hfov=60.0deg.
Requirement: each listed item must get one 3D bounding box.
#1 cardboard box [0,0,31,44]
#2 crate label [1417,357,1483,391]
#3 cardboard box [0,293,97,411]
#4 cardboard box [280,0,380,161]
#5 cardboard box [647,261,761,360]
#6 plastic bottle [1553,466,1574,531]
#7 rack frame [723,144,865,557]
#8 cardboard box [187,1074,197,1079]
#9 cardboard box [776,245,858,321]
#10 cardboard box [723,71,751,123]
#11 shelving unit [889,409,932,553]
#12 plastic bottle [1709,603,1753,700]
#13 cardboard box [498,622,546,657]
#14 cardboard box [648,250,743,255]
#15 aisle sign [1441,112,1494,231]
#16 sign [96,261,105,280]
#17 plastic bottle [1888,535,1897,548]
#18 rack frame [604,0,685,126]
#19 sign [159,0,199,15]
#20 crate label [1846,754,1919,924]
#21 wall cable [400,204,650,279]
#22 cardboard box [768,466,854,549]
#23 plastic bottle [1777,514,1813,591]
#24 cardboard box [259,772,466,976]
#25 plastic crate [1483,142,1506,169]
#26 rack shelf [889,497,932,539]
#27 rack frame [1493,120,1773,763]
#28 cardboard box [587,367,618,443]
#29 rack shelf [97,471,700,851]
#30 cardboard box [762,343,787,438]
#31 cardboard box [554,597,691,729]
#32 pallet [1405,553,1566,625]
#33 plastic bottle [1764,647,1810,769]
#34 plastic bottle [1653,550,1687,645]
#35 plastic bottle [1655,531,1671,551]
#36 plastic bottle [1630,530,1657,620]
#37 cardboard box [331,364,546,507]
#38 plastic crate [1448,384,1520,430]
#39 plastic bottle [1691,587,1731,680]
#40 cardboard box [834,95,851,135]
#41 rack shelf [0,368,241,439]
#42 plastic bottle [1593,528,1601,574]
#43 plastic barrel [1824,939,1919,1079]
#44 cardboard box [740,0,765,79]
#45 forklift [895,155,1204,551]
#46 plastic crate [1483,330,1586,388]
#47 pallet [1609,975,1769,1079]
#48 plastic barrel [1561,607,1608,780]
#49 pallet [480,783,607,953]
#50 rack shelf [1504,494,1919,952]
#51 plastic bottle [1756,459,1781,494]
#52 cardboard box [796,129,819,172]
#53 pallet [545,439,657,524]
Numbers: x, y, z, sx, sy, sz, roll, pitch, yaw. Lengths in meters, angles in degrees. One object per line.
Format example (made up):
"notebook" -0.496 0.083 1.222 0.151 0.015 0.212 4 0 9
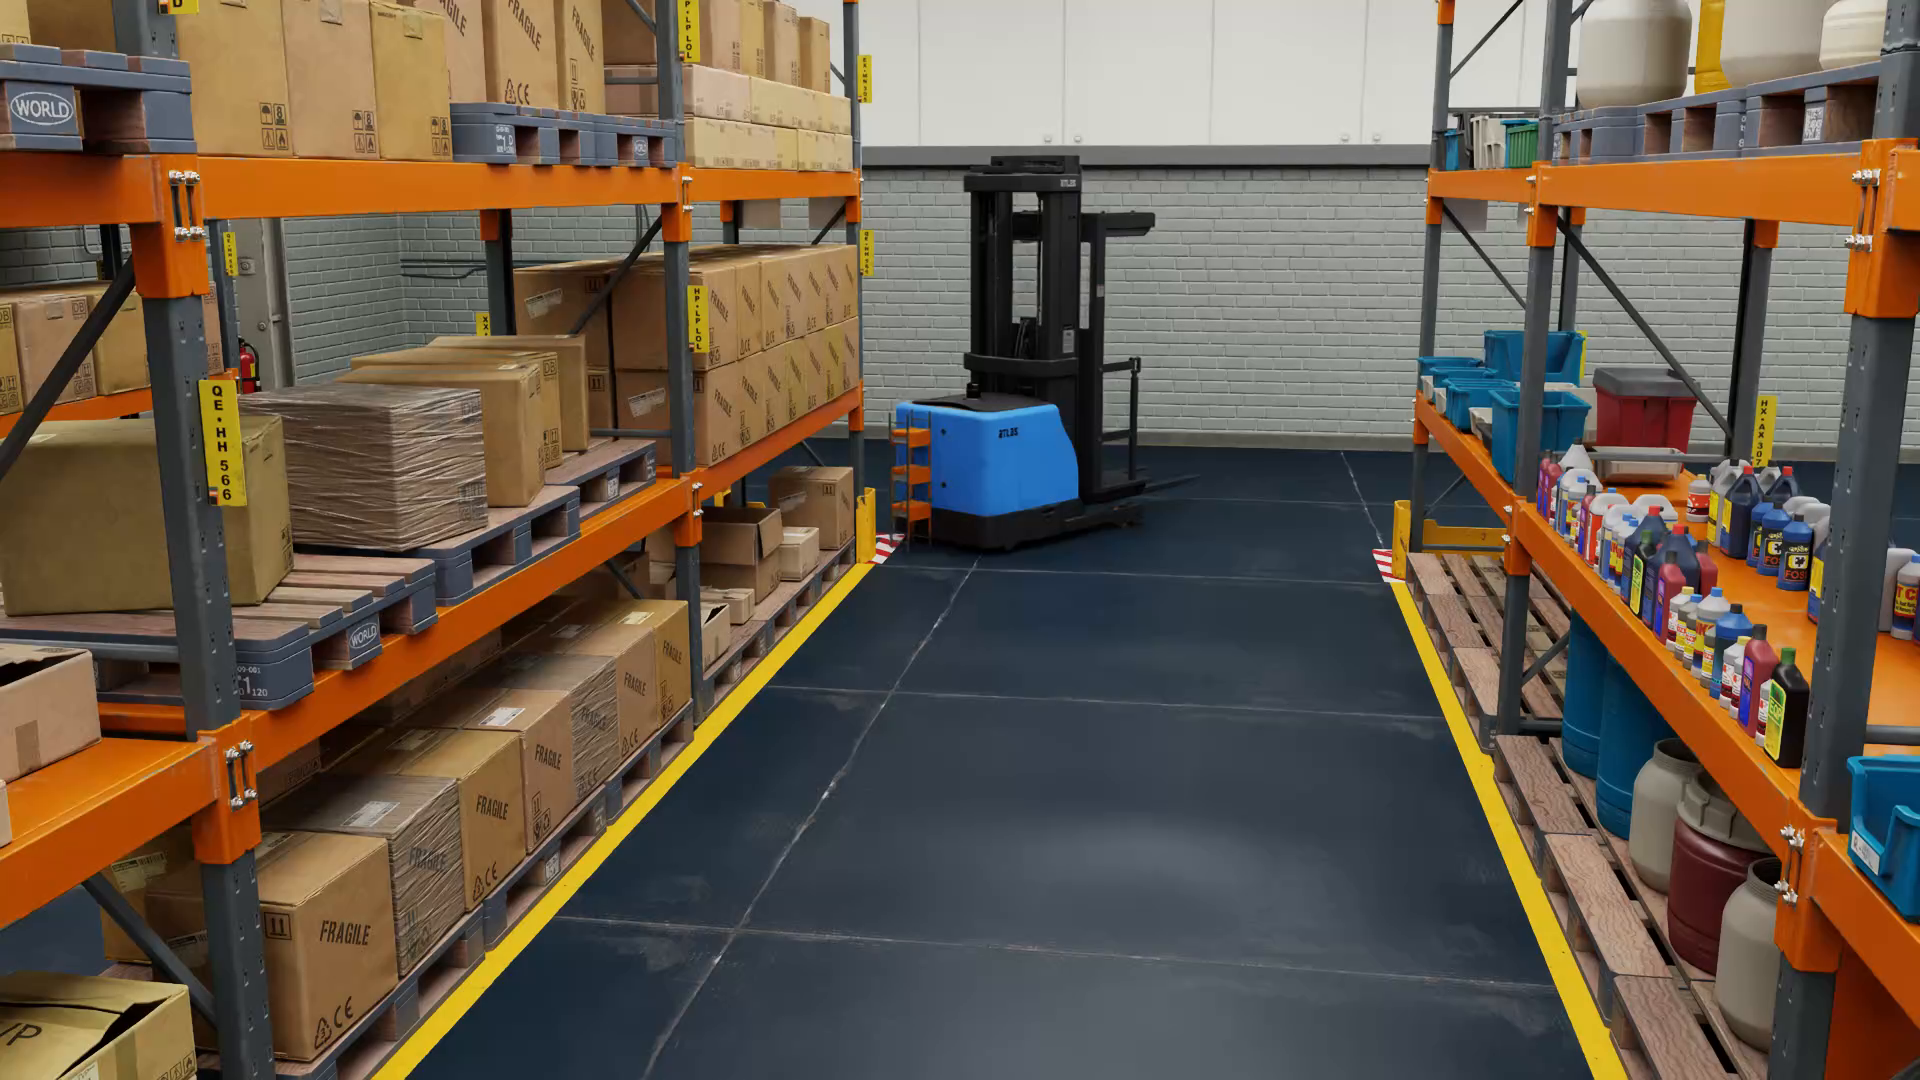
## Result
"cardboard box" -2.459 -1.201 3.687 0.500 0.250 0.500 1 12 4
"crate label" 3.316 -1.110 11.280 0.416 0.233 0.303 2 12 9
"cardboard box" -6.406 -1.254 10.982 0.980 0.700 0.700 1 12 6
"cardboard box" -2.333 -1.413 5.071 0.910 0.500 0.500 2 12 9
"cardboard box" -1.400 -1.266 9.138 0.500 0.500 0.500 1 12 7
"plastic bottle" 2.551 -0.173 6.980 0.097 0.271 0.097 0 12 0
"rack frame" -1.214 -1.365 12.206 1.000 3.000 0.127 2 12 9
"cardboard box" -2.285 1.557 4.179 0.500 0.250 0.500 2 12 10
"cardboard box" -1.011 -1.801 11.619 0.500 0.500 0.500 2 12 8
"cardboard box" -1.434 -2.367 8.905 0.500 0.250 0.500 2 12 9
"shelving unit" -0.376 -0.449 12.585 0.215 1.050 0.252 11 16 41
"plastic bottle" 2.191 0.315 4.718 0.097 0.271 0.097 0 12 0
"cardboard box" -2.216 0.679 7.612 0.500 0.500 0.500 2 12 9
"cardboard box" -1.698 -1.606 10.713 0.500 0.500 0.500 2 12 9
"aisle sign" 3.397 -2.499 11.298 0.394 0.787 0.004 2 12 9
"sign" -6.657 -2.006 12.937 0.100 0.325 0.005 2 12 9
"plastic bottle" 3.077 0.085 5.598 0.144 0.351 0.185 2 12 9
"rack frame" -1.830 -3.465 7.710 1.000 3.000 0.127 2 12 9
"sign" -1.898 -1.438 4.008 0.100 0.325 0.005 2 12 9
"crate label" 2.014 0.619 3.397 0.303 0.233 0.416 2 12 9
"wall cable" -4.887 -4.105 18.052 3.097 2.526 0.112 2 12 9
"cardboard box" -1.055 -0.237 11.861 0.500 0.500 0.500 2 12 9
"plastic bottle" 3.007 0.042 5.985 0.097 0.271 0.097 0 12 0
"cardboard box" -2.017 1.113 5.599 0.500 0.500 0.500 1 12 7
"plastic crate" 2.884 -1.985 8.591 0.293 0.136 0.466 2 12 9
"rack shelf" -0.376 -0.167 12.646 0.215 0.259 0.240 11 16 41
"rack frame" 3.064 -0.371 7.594 1.000 3.000 0.127 2 12 9
"cardboard box" -2.006 -0.693 8.853 0.500 0.500 0.500 2 12 10
"rack shelf" -2.137 0.236 6.486 1.077 0.370 4.000 2 12 9
"cardboard box" -1.327 -0.889 9.761 0.500 0.500 0.500 2 12 8
"cardboard box" -1.622 0.587 8.040 0.500 0.500 0.500 2 12 8
"pallet" 3.514 0.330 10.961 1.003 0.211 1.213 2 12 9
"plastic bottle" 2.090 0.421 4.197 0.061 0.283 0.133 2 12 9
"plastic bottle" 2.266 0.183 5.301 0.061 0.283 0.133 2 12 9
"plastic bottle" 2.375 0.119 5.600 0.061 0.283 0.133 2 12 9
"plastic bottle" 2.314 0.117 5.609 0.061 0.283 0.133 2 12 9
"cardboard box" -2.040 -0.416 6.572 0.700 0.500 0.500 -1 12 -6
"plastic crate" 3.067 -0.774 9.718 0.416 0.233 0.300 2 12 9
"plastic bottle" 2.221 0.274 4.906 0.097 0.271 0.097 0 12 0
"cardboard box" -1.042 -2.887 11.319 0.500 0.250 0.500 2 12 9
"rack shelf" -6.417 -0.756 11.091 1.077 0.370 4.000 2 12 9
"plastic bottle" 2.429 0.026 6.223 0.097 0.201 0.097 0 12 0
"plastic barrel" 2.507 1.215 4.390 0.600 0.830 0.708 2 12 9
"cardboard box" -1.505 -2.842 9.331 0.700 0.500 0.500 2 12 9
"forklift" 0.864 -1.600 13.462 1.130 2.935 3.031 11 16 42
"plastic crate" 3.812 -1.174 11.096 0.616 0.435 0.499 2 12 9
"pallet" 2.529 1.660 4.792 1.003 0.211 1.213 2 12 9
"plastic barrel" 2.964 0.562 7.248 0.600 0.901 0.708 2 12 9
"pallet" -2.103 1.256 6.663 1.003 0.211 1.213 2 12 9
"rack shelf" 2.757 0.397 5.738 1.077 0.370 4.000 2 12 9
"plastic bottle" 3.246 -0.145 6.662 0.144 0.351 0.185 2 12 9
"cardboard box" -1.185 -2.434 10.404 0.500 0.250 0.500 2 12 9
"pallet" -2.060 -0.275 7.607 1.003 0.211 1.213 2 12 9
